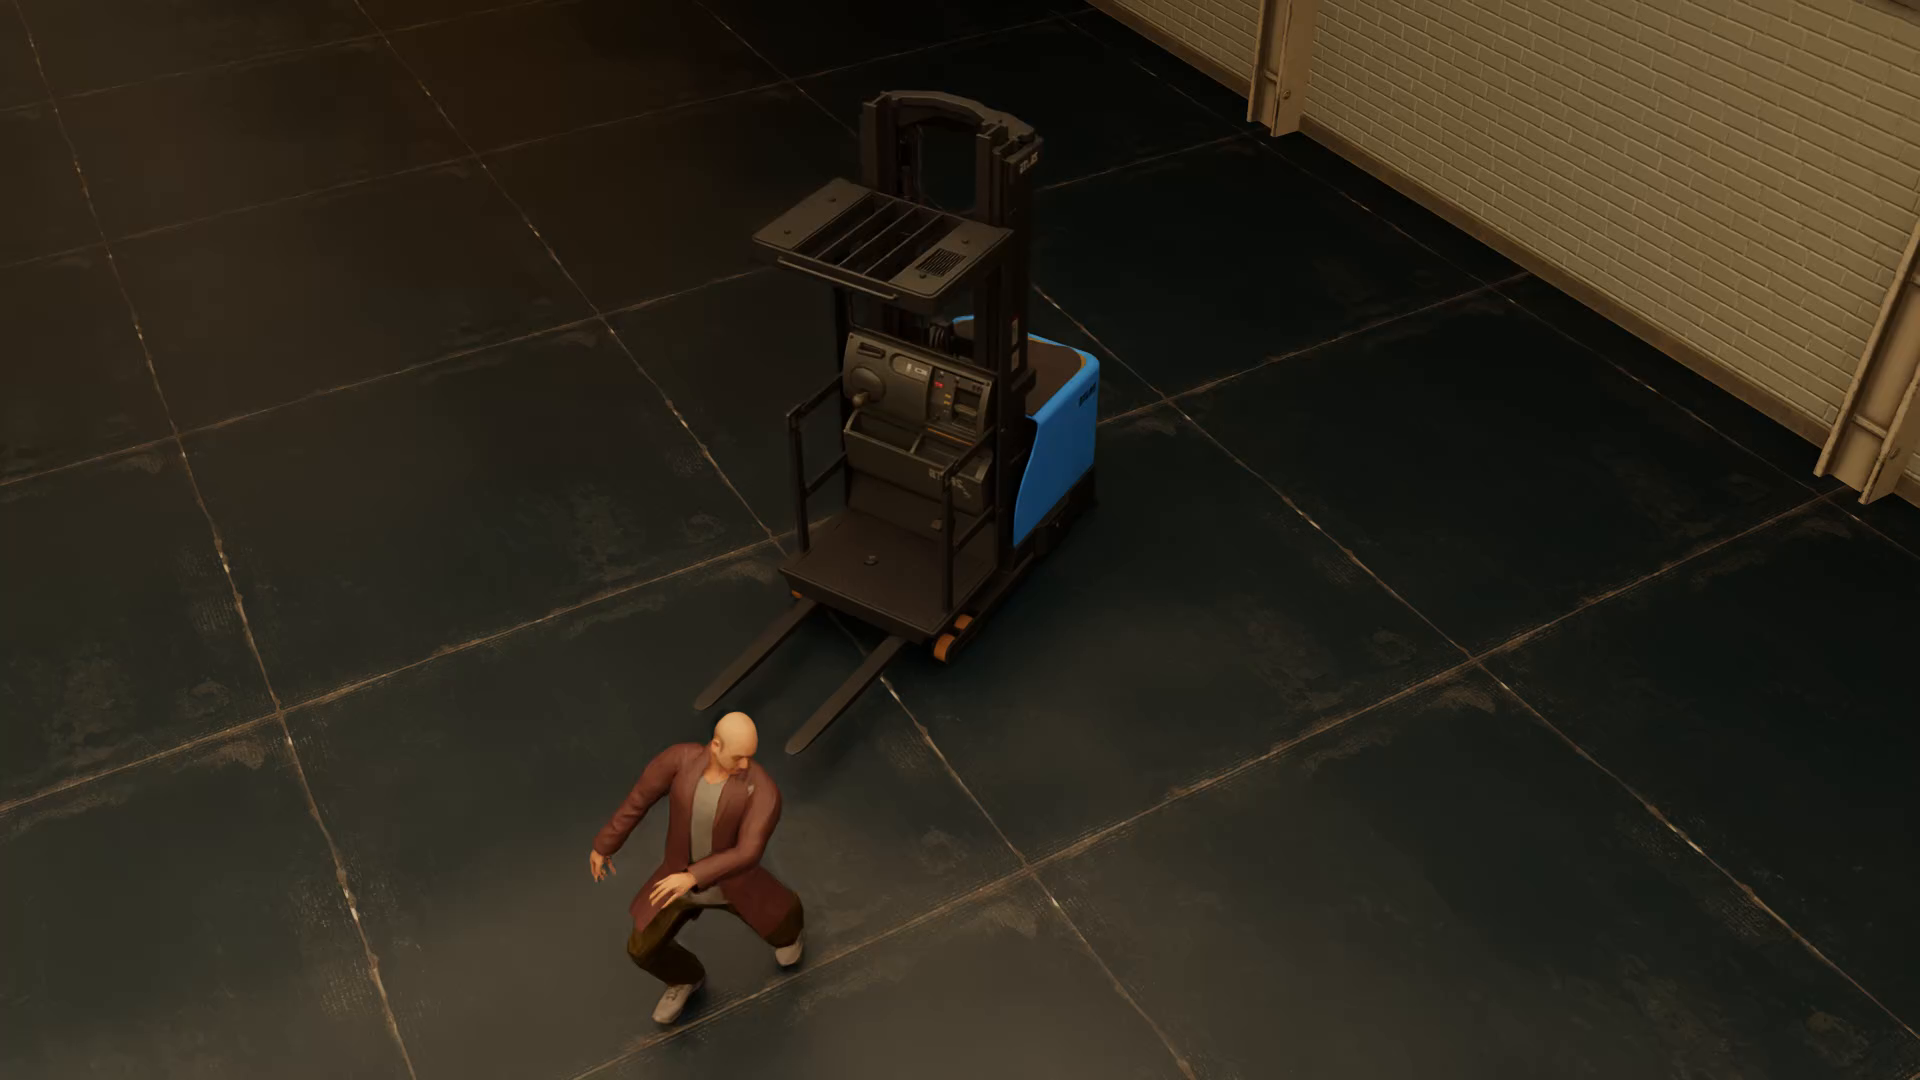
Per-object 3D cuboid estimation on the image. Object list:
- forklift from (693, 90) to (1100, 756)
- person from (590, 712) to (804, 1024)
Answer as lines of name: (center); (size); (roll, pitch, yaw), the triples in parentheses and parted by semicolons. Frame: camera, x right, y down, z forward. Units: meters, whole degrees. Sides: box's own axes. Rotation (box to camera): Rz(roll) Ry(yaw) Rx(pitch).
forklift: (-0.349, -0.770, 8.965); (1.130, 2.935, 3.031); (22, 44, 24)
person: (-1.174, 1.467, 7.292); (0.884, 1.616, 0.932); (3, 40, 3)
